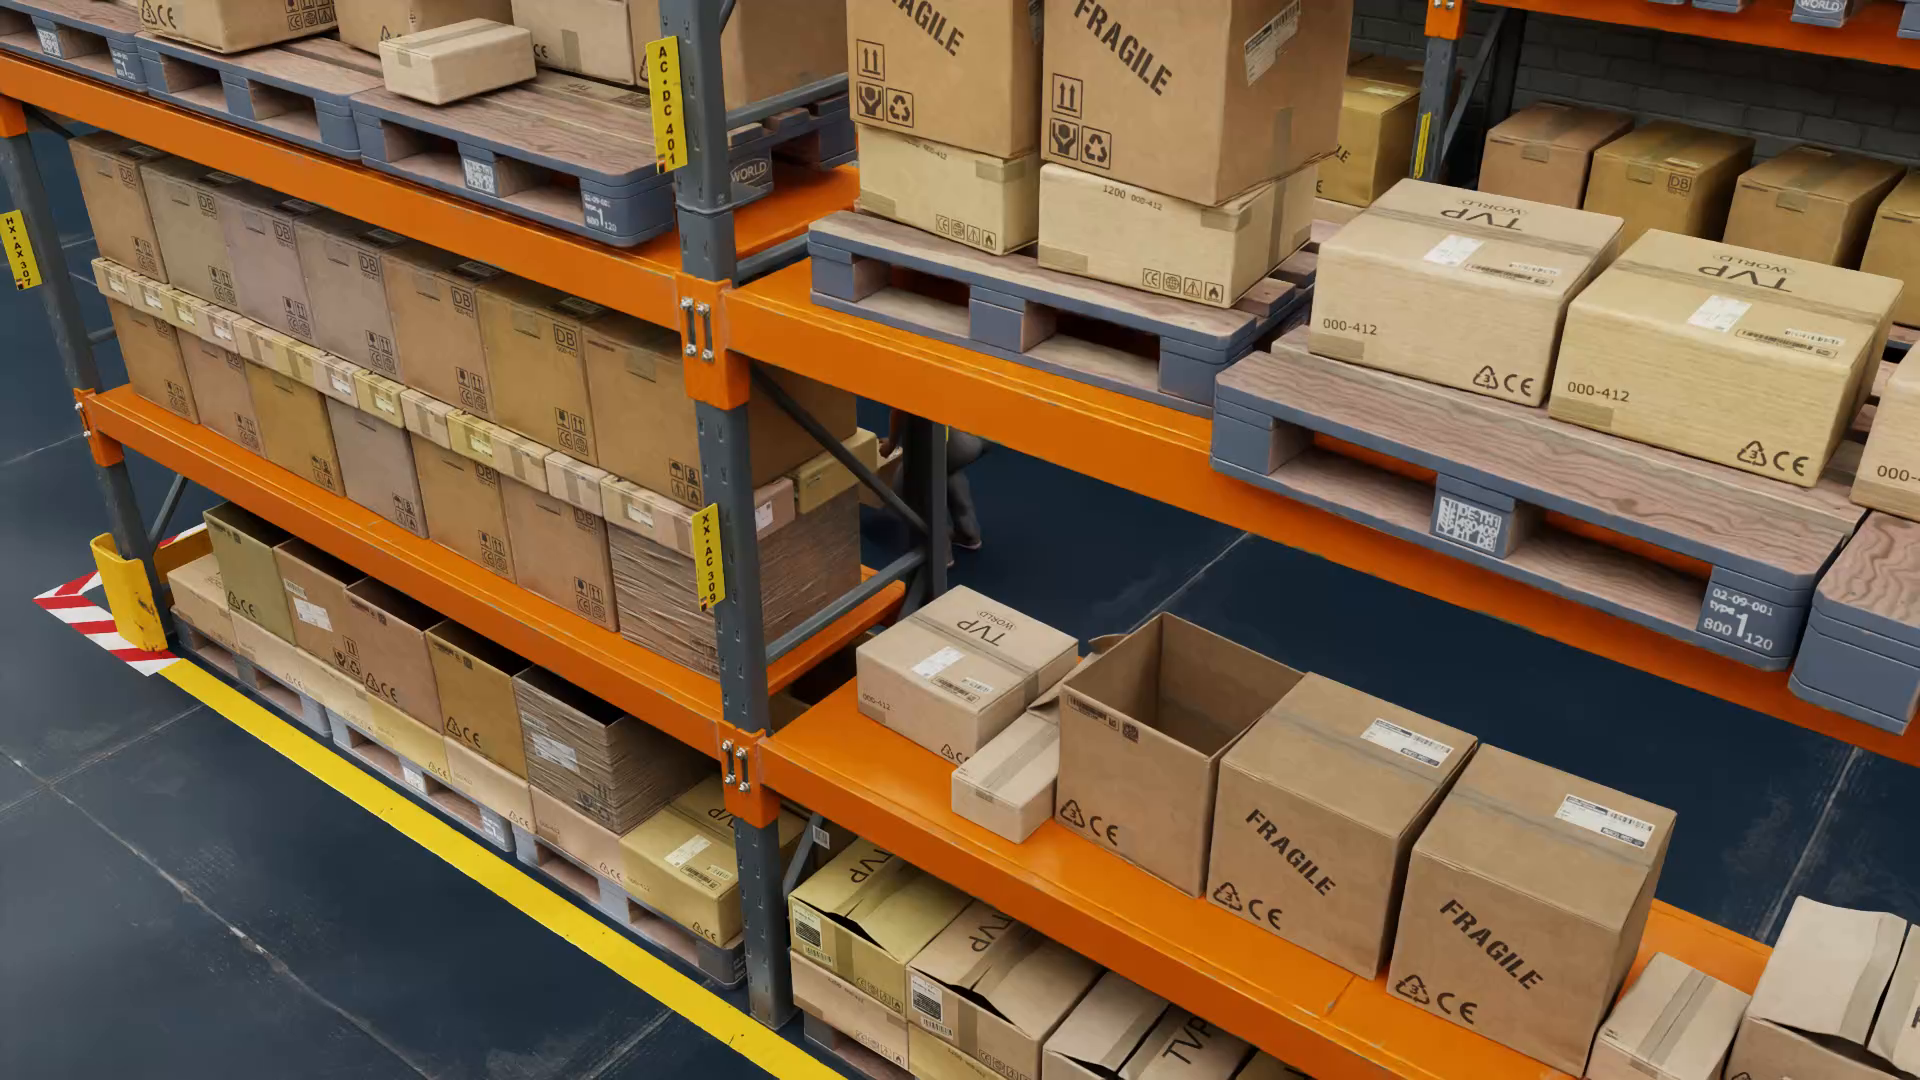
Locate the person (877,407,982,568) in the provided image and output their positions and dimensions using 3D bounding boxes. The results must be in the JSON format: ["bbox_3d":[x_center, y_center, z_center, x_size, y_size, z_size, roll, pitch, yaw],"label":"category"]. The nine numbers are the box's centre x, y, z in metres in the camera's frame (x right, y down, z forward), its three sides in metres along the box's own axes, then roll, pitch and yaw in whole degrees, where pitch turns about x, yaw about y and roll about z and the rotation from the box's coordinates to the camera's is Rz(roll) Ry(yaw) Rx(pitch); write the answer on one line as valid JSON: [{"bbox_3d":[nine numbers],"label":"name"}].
[{"bbox_3d":[-0.154,-0.545,8.287,0.499,1.417,0.494,22,37,32],"label":"person"}]
